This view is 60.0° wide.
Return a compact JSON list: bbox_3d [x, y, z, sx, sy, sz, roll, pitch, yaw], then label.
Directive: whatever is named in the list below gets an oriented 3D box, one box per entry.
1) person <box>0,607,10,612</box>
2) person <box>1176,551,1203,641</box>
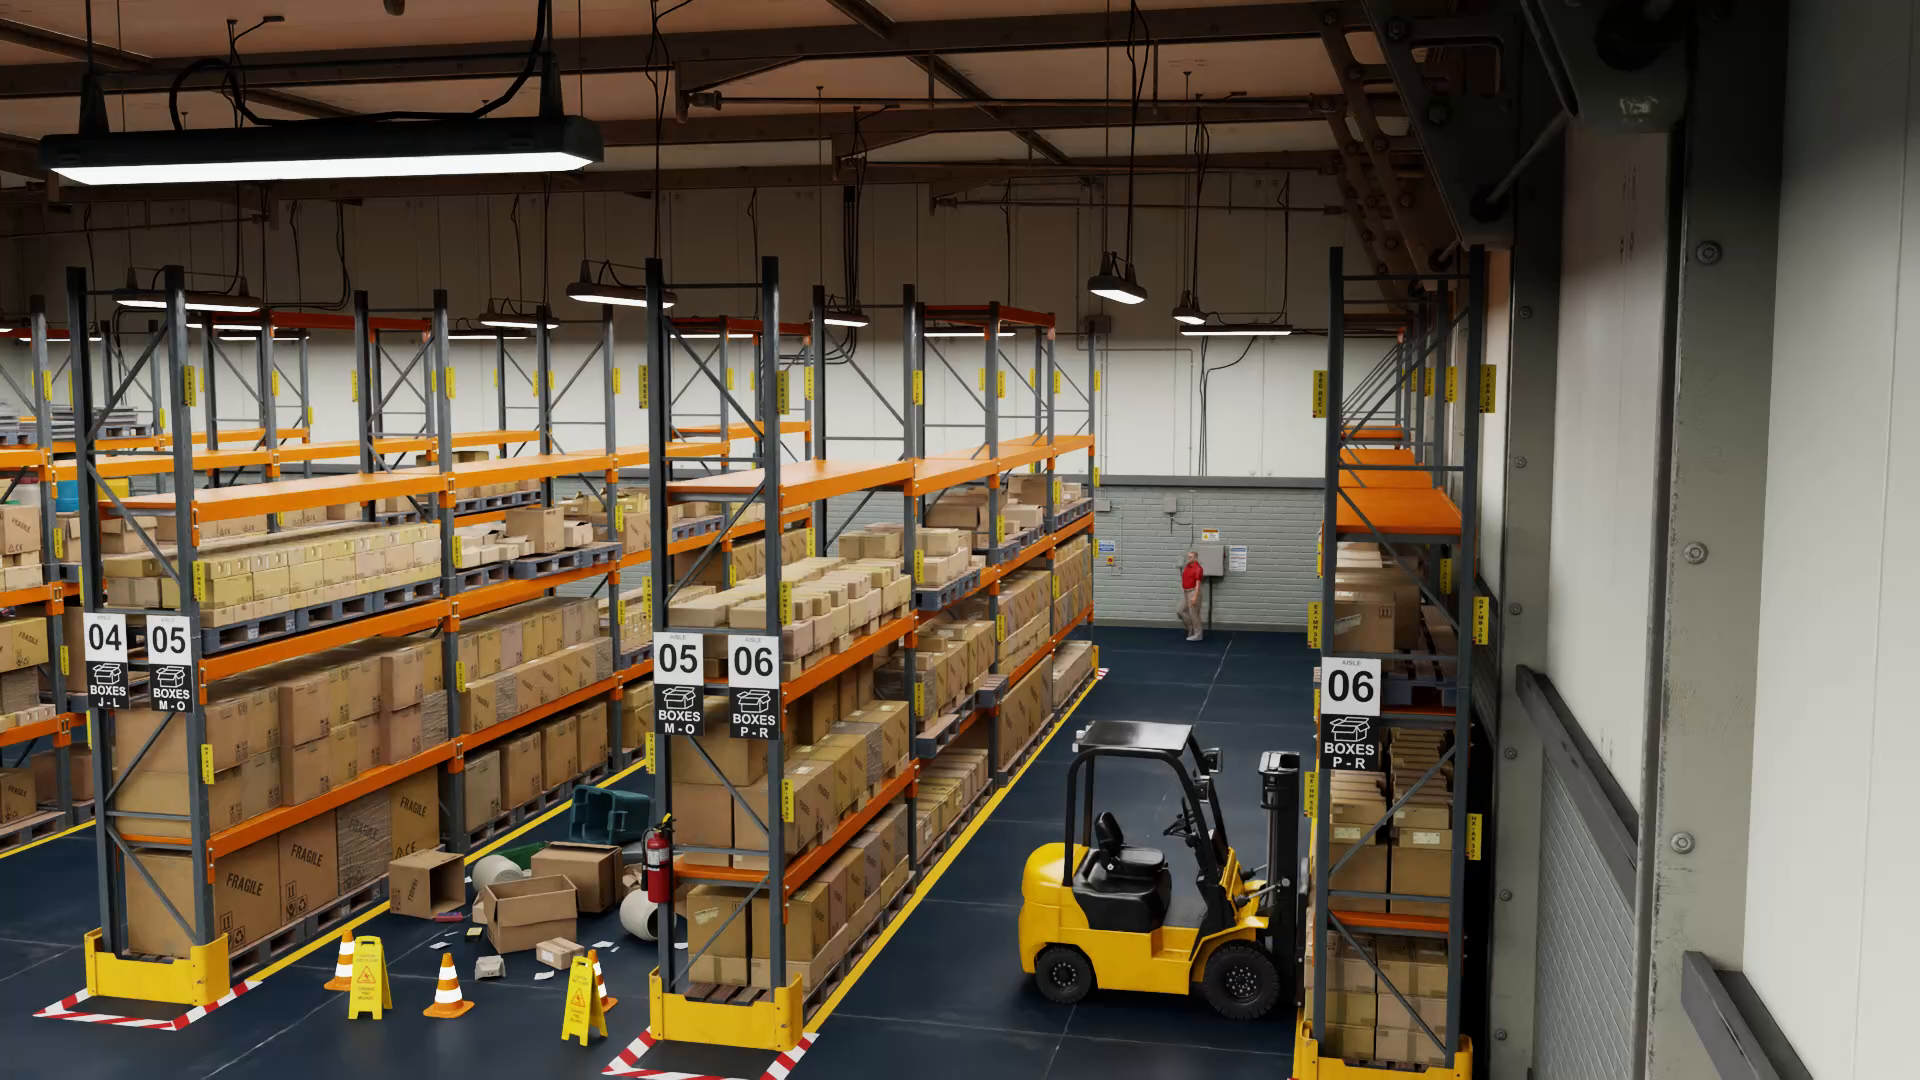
[{"bbox_3d":[-19.161,1.002,32.957,0.531,1.670,0.511,3,7,30],"label":"person"},{"bbox_3d":[4.424,1.093,31.863,0.463,1.768,0.588,-1,6,-13],"label":"person"}]
